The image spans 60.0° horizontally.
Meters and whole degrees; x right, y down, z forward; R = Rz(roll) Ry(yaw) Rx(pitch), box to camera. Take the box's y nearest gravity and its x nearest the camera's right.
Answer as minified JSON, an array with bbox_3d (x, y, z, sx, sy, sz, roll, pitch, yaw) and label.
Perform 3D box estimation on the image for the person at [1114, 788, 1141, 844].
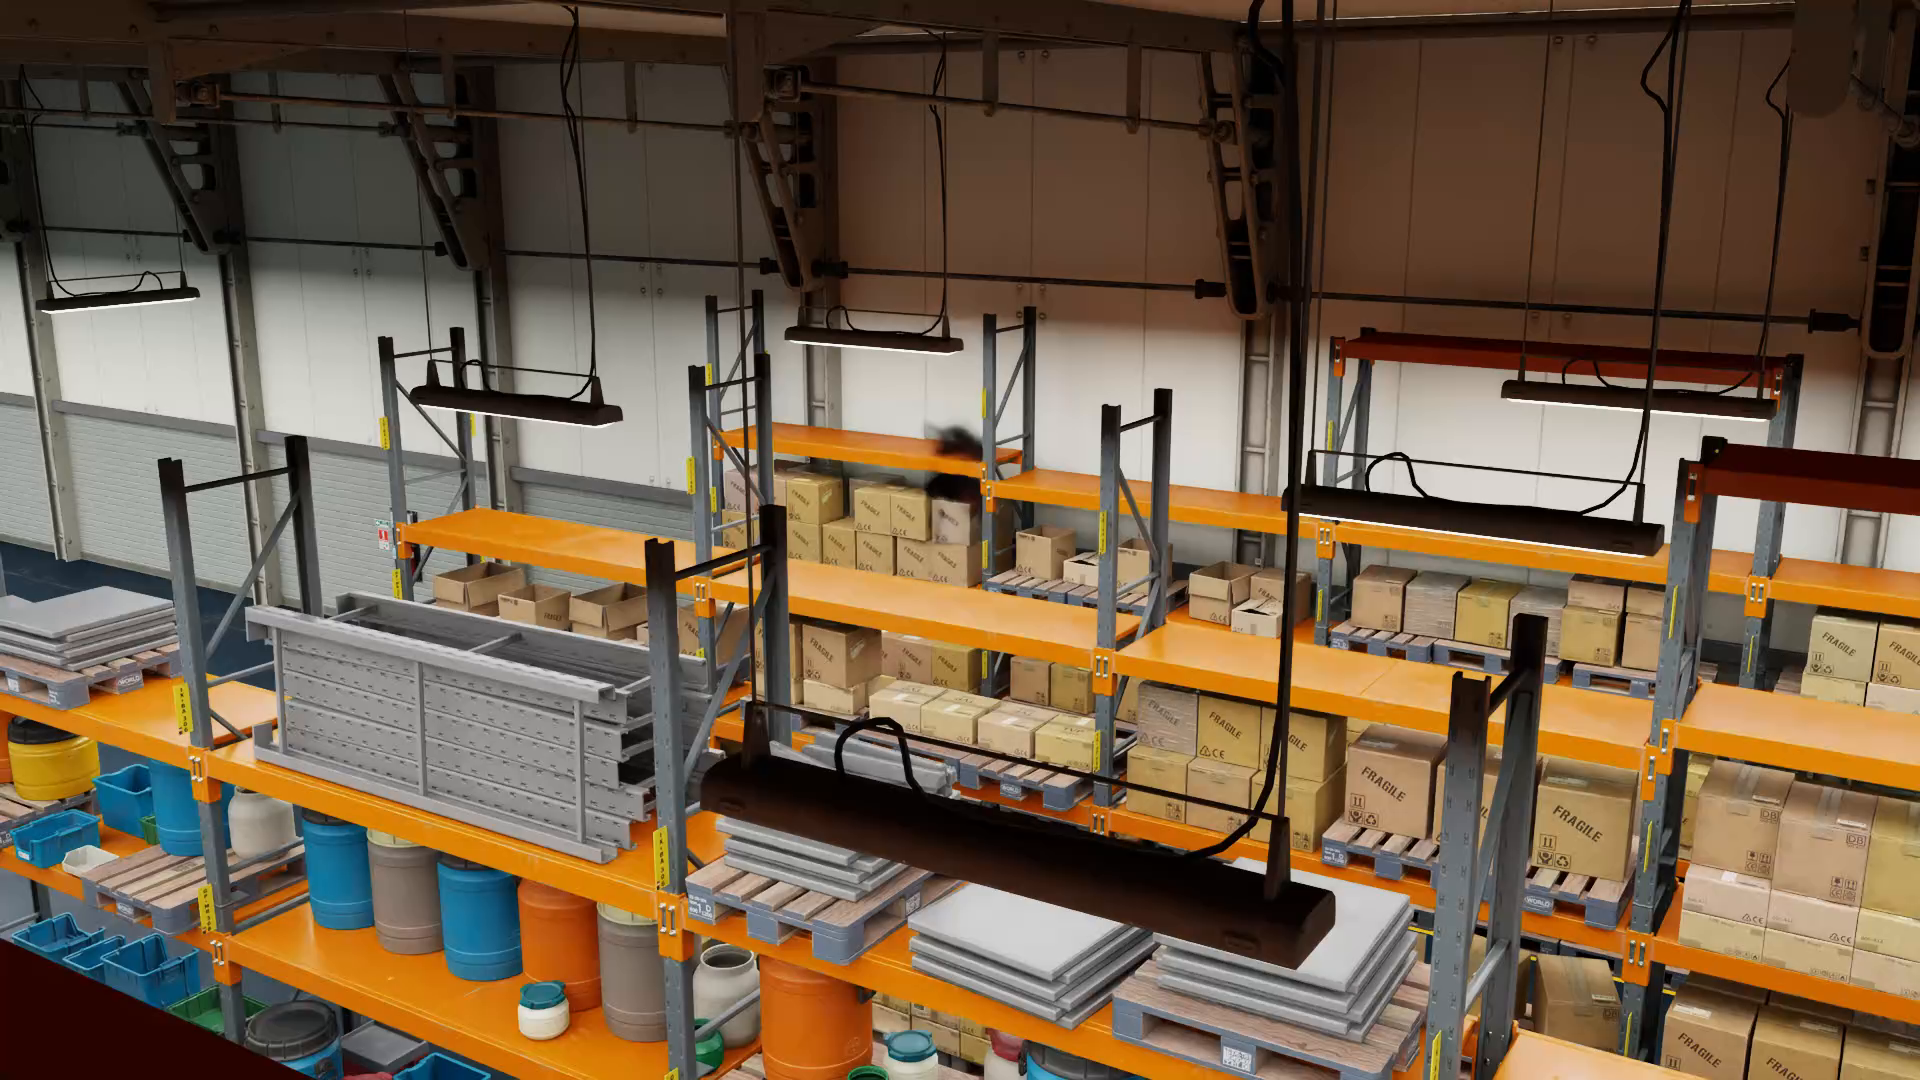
[{"bbox_3d":[1.689,3.086,16.531,0.737,1.821,0.651,6,15,23],"label":"person"}]
